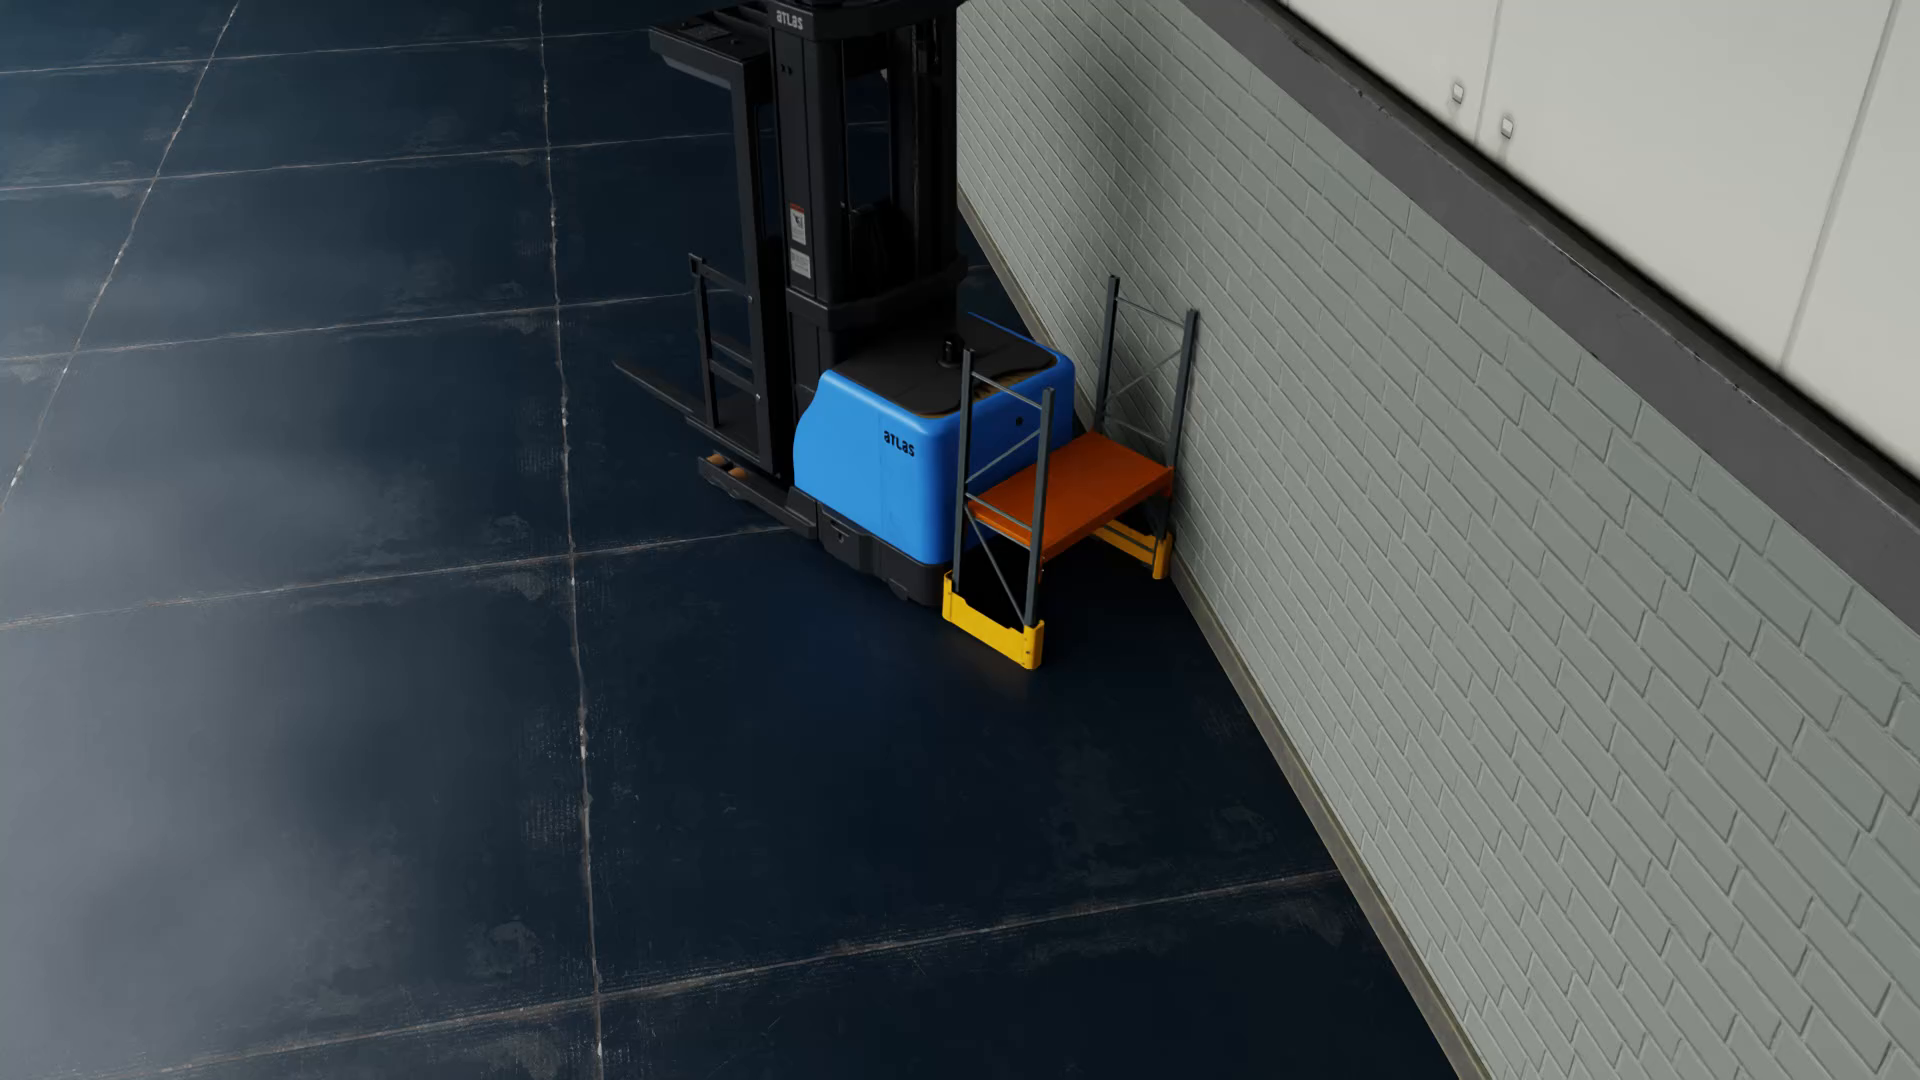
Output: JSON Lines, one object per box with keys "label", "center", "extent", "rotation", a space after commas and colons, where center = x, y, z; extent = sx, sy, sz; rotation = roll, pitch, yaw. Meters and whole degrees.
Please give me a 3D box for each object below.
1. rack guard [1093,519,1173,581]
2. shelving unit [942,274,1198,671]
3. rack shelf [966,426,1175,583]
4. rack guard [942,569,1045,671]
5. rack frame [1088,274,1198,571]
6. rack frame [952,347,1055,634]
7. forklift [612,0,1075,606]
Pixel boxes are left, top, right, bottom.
{"label": "rack guard", "center": [0.829, -0.030, 8.541], "extent": [0.587, 0.250, 0.087], "rotation": [30, 44, 32]}
{"label": "shelving unit", "center": [0.517, -0.330, 7.870], "extent": [0.587, 1.500, 1.083], "rotation": [30, 44, 32]}
{"label": "rack shelf", "center": [0.516, -0.189, 7.981], "extent": [0.538, 0.185, 1.000], "rotation": [30, 44, 32]}
{"label": "rack guard", "center": [0.154, 0.379, 7.933], "extent": [0.587, 0.250, 0.087], "rotation": [30, 44, 32]}
{"label": "rack frame", "center": [0.868, -0.542, 8.185], "extent": [0.500, 1.500, 0.032], "rotation": [30, 44, 32]}
{"label": "rack frame", "center": [0.178, -0.126, 7.565], "extent": [0.500, 1.500, 0.032], "rotation": [30, 44, 32]}
{"label": "forklift", "center": [-0.797, -1.619, 8.532], "extent": [1.130, 2.935, 3.031], "rotation": [-28, 43, -35]}
